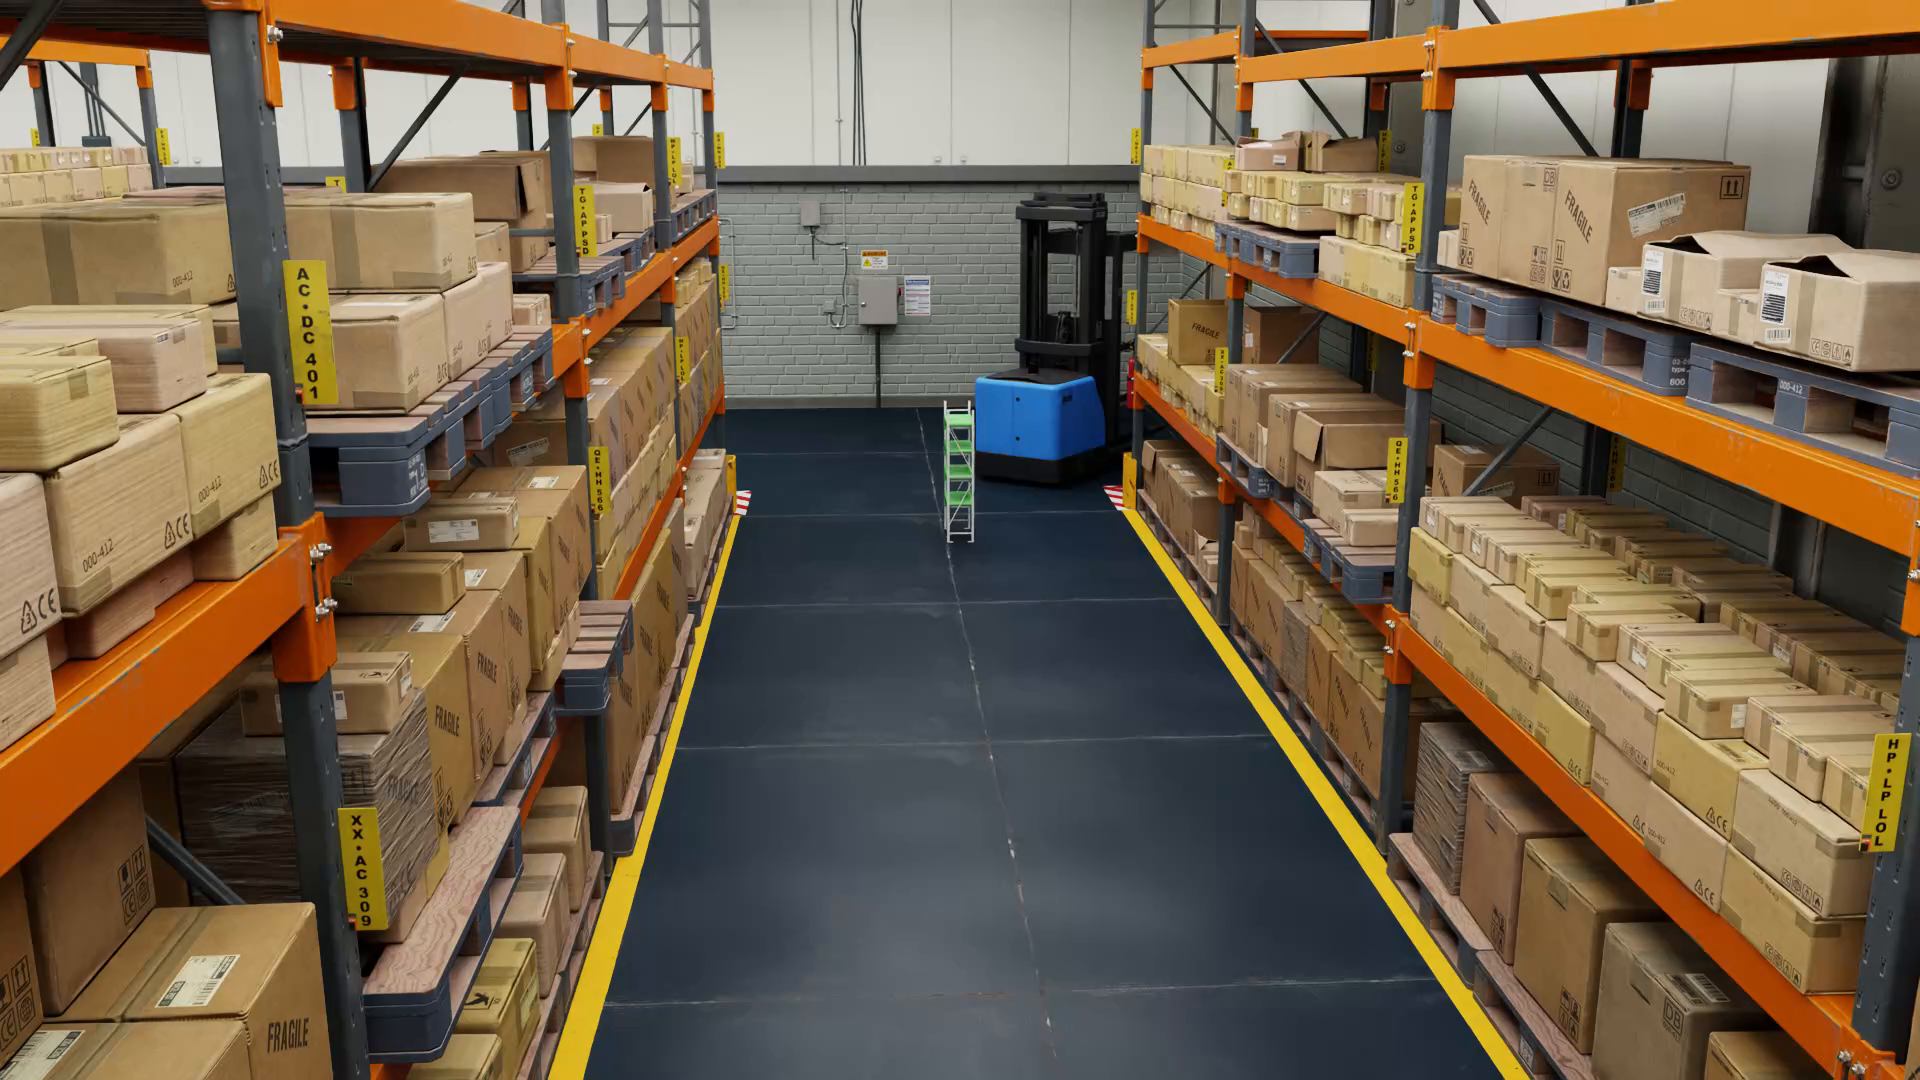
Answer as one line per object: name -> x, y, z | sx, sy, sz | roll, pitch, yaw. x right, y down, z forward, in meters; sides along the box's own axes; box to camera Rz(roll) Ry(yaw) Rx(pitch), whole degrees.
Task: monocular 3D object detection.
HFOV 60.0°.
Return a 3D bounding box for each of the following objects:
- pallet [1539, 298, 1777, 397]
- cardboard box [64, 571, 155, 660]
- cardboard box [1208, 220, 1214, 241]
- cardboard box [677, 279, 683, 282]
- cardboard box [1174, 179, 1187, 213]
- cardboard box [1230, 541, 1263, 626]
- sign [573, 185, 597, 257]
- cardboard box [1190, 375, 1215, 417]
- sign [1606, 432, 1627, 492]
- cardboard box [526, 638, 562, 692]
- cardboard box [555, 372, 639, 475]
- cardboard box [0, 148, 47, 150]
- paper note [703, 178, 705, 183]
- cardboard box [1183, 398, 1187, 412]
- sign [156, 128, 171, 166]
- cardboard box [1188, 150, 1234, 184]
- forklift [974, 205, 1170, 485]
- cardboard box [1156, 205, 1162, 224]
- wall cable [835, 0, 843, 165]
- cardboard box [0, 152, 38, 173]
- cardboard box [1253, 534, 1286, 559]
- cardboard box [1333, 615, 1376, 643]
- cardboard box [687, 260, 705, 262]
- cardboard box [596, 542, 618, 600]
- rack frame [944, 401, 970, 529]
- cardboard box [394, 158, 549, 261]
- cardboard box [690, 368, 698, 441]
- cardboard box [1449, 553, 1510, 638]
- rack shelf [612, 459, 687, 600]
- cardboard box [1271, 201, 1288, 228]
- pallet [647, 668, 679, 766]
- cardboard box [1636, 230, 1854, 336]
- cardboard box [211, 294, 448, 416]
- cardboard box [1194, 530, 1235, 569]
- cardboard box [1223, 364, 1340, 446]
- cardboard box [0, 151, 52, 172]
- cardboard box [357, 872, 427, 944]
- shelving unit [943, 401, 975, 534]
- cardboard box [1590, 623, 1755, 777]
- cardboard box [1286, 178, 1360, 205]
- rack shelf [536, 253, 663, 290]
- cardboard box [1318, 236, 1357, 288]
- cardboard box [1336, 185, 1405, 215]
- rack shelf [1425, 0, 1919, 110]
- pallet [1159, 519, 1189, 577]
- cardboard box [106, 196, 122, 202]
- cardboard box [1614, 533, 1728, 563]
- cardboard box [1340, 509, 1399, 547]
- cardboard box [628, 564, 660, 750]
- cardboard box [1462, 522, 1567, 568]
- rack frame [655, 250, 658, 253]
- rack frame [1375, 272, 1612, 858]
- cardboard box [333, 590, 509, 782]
pallet -> 2.891, -0.745, 6.260 | 1.003, 0.211, 1.213 | 0, 14, -1
cardboard box -> -1.727, 0.114, 3.049 | 0.380, 0.149, 0.250 | -1, 14, -3
cardboard box -> 2.103, -2.367, 12.692 | 0.380, 0.149, 0.250 | 0, 14, -2
cardboard box -> -2.404, -1.992, 13.241 | 0.380, 0.149, 0.250 | -1, 14, -4
cardboard box -> 2.073, -2.846, 13.752 | 0.500, 0.250, 0.500 | -1, 14, -4
cardboard box -> 2.245, 0.307, 11.986 | 0.500, 0.500, 0.500 | 0, 14, -1
sign -> -1.725, -1.462, 7.632 | 0.100, 0.325, 0.005 | -1, 14, -3
cardboard box -> 2.119, -1.142, 13.150 | 0.500, 0.250, 0.500 | -1, 14, -3
sign -> 3.241, -0.399, 8.234 | 0.100, 0.325, 0.005 | -1, 14, -3
cardboard box -> -1.823, 0.503, 6.711 | 0.380, 0.149, 0.250 | -1, 14, -2
cardboard box -> -4.655, -0.493, 6.094 | 5.801, 1.807, 6.767 | 0, 14, -2
cardboard box -> -7.962, -3.238, 14.070 | 0.380, 0.149, 0.250 | -1, 14, -4
paper note -> -2.051, -2.885, 13.351 | 0.006, 0.032, 0.123 | -1, 14, -3
cardboard box -> 2.090, -1.161, 14.025 | 0.380, 0.149, 0.250 | -1, 14, -4
sign -> -7.141, -3.524, 14.908 | 0.100, 0.325, 0.005 | -1, 14, -3
cardboard box -> 2.105, -2.964, 13.207 | 0.500, 0.250, 0.500 | -1, 14, -2
forklift -> -2.762, -2.026, 17.196 | 7.012, 2.843, 9.132 | 9, 17, 32
cardboard box -> 1.934, -2.874, 14.662 | 0.380, 0.149, 0.250 | -1, 14, -2
wall cable -> -2.645, -6.068, 20.549 | 2.355, 3.000, 0.029 | -1, 14, -3
cardboard box -> -7.258, -2.863, 12.614 | 0.380, 0.149, 0.250 | 0, 14, -1
cardboard box -> 2.291, 0.030, 11.760 | 0.380, 0.149, 0.250 | -1, 14, -5
cardboard box -> 2.413, 0.545, 9.759 | 0.380, 0.149, 0.250 | 0, 14, -2
cardboard box -> -2.500, -2.439, 14.976 | 0.380, 0.149, 0.250 | -1, 14, -2
cardboard box -> -2.046, 0.196, 8.547 | 0.500, 0.250, 0.500 | -1, 14, -4
rack frame -> -0.025, -0.683, 15.273 | 0.240, 1.200, 0.015 | -1, 14, -3
cardboard box -> -2.517, -1.699, 8.547 | 0.700, 0.500, 0.500 | -2, 15, -6
cardboard box -> -2.309, -1.040, 12.850 | 0.500, 0.500, 0.500 | -1, 14, -3
cardboard box -> 2.501, 0.240, 7.370 | 0.500, 0.250, 0.500 | 0, 14, -2
rack shelf -> -2.390, 0.100, 10.063 | 1.077, 0.370, 4.000 | -1, 14, -3
cardboard box -> 2.134, -2.009, 10.255 | 0.380, 0.149, 0.250 | -1, 14, -2
pallet -> -2.313, 1.099, 10.330 | 1.003, 0.211, 1.213 | -1, 14, -3
cardboard box -> 2.600, -0.863, 5.474 | 0.500, 0.311, 0.500 | -1, 14, -5
cardboard box -> -1.655, -0.491, 4.355 | 0.500, 0.250, 0.500 | -1, 14, -5
cardboard box -> 2.090, 0.074, 13.362 | 0.396, 0.266, 0.258 | 0, 14, -1
cardboard box -> 2.246, -0.952, 11.662 | 0.700, 0.500, 0.500 | -1, 14, -2
cardboard box -> -7.288, -2.928, 12.866 | 0.380, 0.149, 0.250 | -1, 14, -5
cardboard box -> -1.737, 1.019, 4.706 | 0.380, 0.149, 0.250 | -1, 14, -3
shelving unit -> -6.149, 0.483, 10.742 | 13.061, 1.200, 8.595 | -1, 14, -3
cardboard box -> 2.585, 0.551, 5.863 | 0.505, 0.399, 0.505 | -1, 14, -3
cardboard box -> 2.175, -2.087, 9.963 | 0.380, 0.149, 0.250 | -1, 14, -3
rack shelf -> -2.390, -3.013, 9.262 | 0.919, 3.214, 3.809 | -1, 14, -3
cardboard box -> 2.350, -1.582, 9.437 | 0.500, 0.250, 0.500 | -1, 14, -3
cardboard box -> 2.309, -1.887, 9.225 | 0.380, 0.149, 0.250 | -1, 14, -5
rack shelf -> 2.811, -1.695, 5.800 | 1.077, 0.370, 4.000 | -1, 14, -3
pallet -> 2.319, 0.052, 14.401 | 1.003, 0.211, 1.213 | -1, 14, -3
cardboard box -> -7.365, -2.784, 14.106 | 0.500, 0.250, 0.500 | -1, 14, -3
cardboard box -> 3.077, 0.075, 7.212 | 0.380, 0.149, 0.250 | -1, 14, -5
cardboard box -> 2.264, -0.068, 8.932 | 0.380, 0.149, 0.250 | -1, 14, -2
cardboard box -> -14.743, -2.620, 6.730 | 25.988, 8.790, 3.910 | -1, 14, -3
cardboard box -> 2.473, 0.022, 7.417 | 0.380, 0.149, 0.250 | 0, 14, -2
rack frame -> -2.511, -0.746, 11.906 | 0.949, 2.616, 0.053 | -1, 14, -3
rack frame -> 2.688, 0.171, 8.341 | 1.000, 3.000, 0.127 | -1, 14, -3
cardboard box -> -1.810, 0.479, 5.505 | 0.500, 0.500, 0.500 | -1, 14, -4
